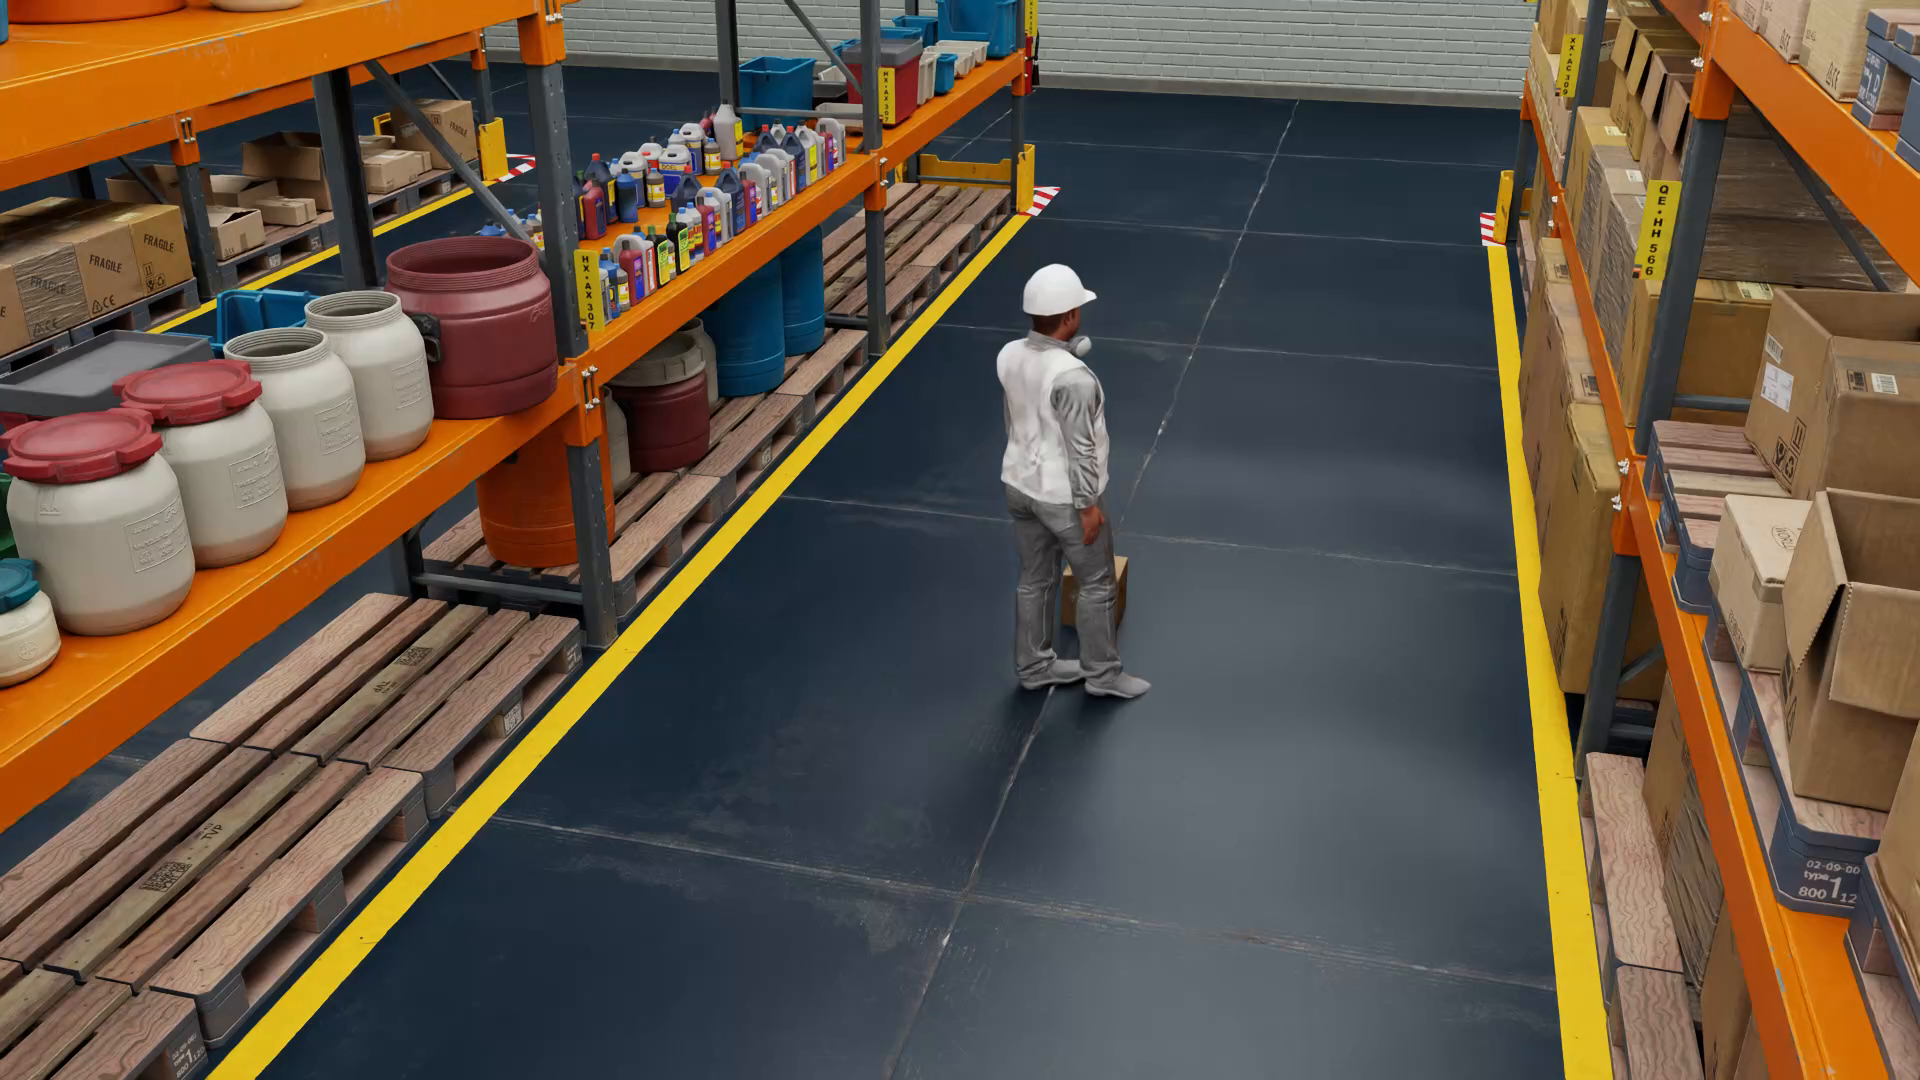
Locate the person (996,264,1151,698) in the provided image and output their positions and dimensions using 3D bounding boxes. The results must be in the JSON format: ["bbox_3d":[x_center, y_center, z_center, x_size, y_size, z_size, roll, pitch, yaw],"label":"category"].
[{"bbox_3d":[0.439,-0.210,6.544,0.505,1.800,0.568,-18,30,-33],"label":"person"}]
